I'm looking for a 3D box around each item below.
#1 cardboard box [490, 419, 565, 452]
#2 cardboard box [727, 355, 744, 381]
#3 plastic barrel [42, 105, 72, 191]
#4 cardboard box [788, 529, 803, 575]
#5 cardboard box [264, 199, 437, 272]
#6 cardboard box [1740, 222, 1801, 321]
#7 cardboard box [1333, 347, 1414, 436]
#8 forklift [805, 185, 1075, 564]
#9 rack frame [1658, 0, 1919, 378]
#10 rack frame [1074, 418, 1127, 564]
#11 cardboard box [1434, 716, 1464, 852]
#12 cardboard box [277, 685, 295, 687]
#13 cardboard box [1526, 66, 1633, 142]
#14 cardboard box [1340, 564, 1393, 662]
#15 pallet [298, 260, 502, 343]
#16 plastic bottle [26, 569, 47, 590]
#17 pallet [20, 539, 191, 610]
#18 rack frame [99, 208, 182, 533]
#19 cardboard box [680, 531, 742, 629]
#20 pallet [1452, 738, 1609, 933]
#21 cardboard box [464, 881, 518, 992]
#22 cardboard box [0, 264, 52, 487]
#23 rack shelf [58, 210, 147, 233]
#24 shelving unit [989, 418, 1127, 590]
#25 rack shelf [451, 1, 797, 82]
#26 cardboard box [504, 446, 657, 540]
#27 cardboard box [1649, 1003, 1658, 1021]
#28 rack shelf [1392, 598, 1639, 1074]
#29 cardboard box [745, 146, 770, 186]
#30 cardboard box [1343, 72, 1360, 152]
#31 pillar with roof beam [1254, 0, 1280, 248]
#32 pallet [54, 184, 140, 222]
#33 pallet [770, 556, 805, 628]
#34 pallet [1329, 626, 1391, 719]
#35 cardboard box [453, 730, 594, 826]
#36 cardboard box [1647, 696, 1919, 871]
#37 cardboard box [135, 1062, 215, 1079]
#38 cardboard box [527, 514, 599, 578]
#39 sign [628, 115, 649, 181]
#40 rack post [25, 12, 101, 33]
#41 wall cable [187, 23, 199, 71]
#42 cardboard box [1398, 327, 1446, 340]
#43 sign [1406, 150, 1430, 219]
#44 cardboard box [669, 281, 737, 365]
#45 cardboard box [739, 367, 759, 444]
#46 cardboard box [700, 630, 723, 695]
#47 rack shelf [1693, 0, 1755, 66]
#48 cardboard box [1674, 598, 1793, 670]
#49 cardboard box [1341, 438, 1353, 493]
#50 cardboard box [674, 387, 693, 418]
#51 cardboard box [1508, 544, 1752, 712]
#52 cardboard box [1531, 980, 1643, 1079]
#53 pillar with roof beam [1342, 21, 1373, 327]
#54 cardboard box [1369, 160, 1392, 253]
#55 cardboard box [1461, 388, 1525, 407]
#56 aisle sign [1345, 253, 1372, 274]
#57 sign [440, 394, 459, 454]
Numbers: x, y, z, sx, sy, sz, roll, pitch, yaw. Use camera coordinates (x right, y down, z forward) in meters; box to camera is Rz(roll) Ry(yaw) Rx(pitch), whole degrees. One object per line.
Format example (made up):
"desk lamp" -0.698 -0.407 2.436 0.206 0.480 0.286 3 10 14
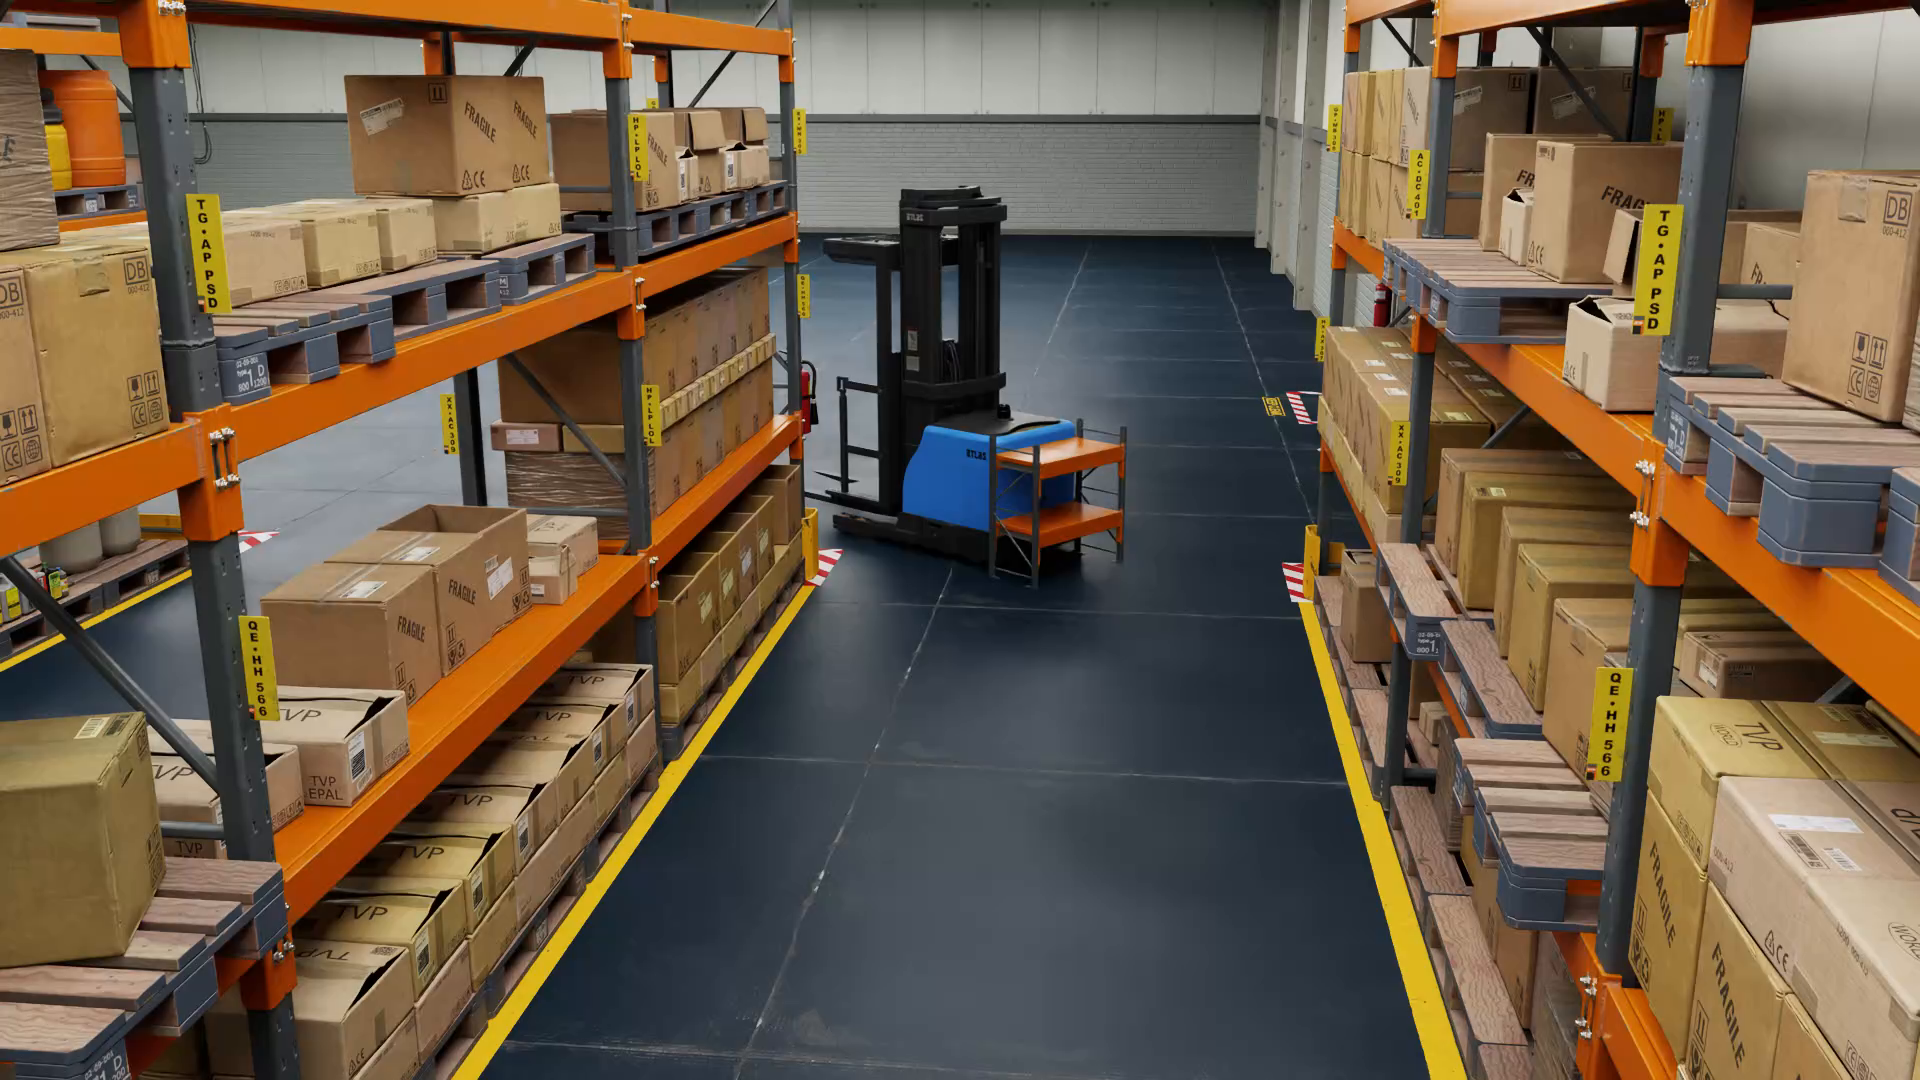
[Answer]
"cardboard box" -2.353 -0.586 9.148 0.380 0.149 0.250 2 15 6
"cardboard box" -1.690 -1.174 11.324 0.380 0.149 0.250 2 15 8
"plastic barrel" -6.643 -2.774 11.764 0.600 0.588 0.600 0 15 0
"cardboard box" -1.486 0.087 12.556 0.500 0.250 0.500 2 15 6
"cardboard box" -2.447 -1.232 6.708 0.500 0.250 0.500 0 15 2
"cardboard box" 2.610 -0.651 4.848 0.500 0.500 0.500 2 15 6
"cardboard box" 2.720 -0.963 10.789 0.500 0.500 0.500 1 15 4
"forklift" -0.459 -1.527 14.194 3.031 2.935 1.130 14 20 41
"rack frame" 2.300 -1.861 3.806 1.000 3.000 0.127 2 15 6
"rack frame" 1.135 -0.399 13.482 0.032 1.125 0.500 -15 21 -43
"cardboard box" 2.685 1.183 7.987 0.700 0.500 0.500 2 15 8
"cardboard box" -2.534 0.679 6.388 0.380 0.149 0.250 3 15 10
"cardboard box" 3.091 -2.110 8.327 0.500 0.500 0.500 2 15 7
"cardboard box" 2.839 0.467 10.633 0.700 0.500 0.500 1 15 3
"pallet" -2.511 -0.936 6.492 1.003 0.211 1.213 2 15 9
"plastic bottle" -6.468 0.324 11.592 0.152 0.276 0.135 2 15 7
"pallet" -6.700 0.246 12.849 1.003 0.211 1.213 2 15 6
"rack frame" -6.641 -1.332 13.342 1.000 3.000 0.127 2 15 6
"cardboard box" -1.695 0.244 10.538 0.500 0.500 0.500 2 15 6
"pallet" 2.275 0.939 5.310 1.213 0.211 1.003 2 15 6
"cardboard box" -2.163 1.622 6.881 0.500 0.250 0.500 1 15 5
"cardboard box" -2.695 -0.360 3.809 0.910 0.500 0.500 2 15 6
"rack shelf" -6.866 -1.914 11.126 1.077 0.370 4.000 2 15 6
"shelving unit" 0.774 -0.306 13.136 1.048 1.125 0.538 -15 21 -43
"rack shelf" -1.945 -3.022 10.243 1.077 0.370 4.000 2 15 6
"cardboard box" -2.127 -0.311 9.375 0.700 0.500 0.500 1 15 5
"cardboard box" 2.033 1.225 4.329 0.380 0.149 0.250 1 15 5
"rack shelf" 2.526 0.863 6.602 1.077 0.370 4.000 2 15 6
"cardboard box" -1.587 -2.525 11.220 0.500 0.250 0.500 2 15 6
"cardboard box" 2.811 -2.807 10.906 0.500 0.500 0.500 2 15 6
"pillar with roof beam" 3.091 -11.637 39.958 9.100 9.000 0.400 2 15 6
"pallet" -6.831 -2.477 12.192 1.003 0.211 1.213 2 15 6
"pallet" -1.764 0.360 12.425 1.003 0.211 1.213 2 15 6
"pallet" 2.927 0.851 10.612 1.003 0.211 1.213 2 15 6
"cardboard box" -2.043 1.084 7.795 0.500 0.311 0.500 2 15 6
"cardboard box" 1.990 0.589 4.002 0.500 0.250 0.500 2 15 8
"cardboard box" -2.805 1.871 5.961 0.500 0.250 0.500 2 15 8
"cardboard box" -2.183 0.054 8.505 0.500 0.250 0.500 3 15 10
"sign" -1.631 -1.984 8.412 0.100 0.325 0.005 2 15 6
"rack post" -6.852 -3.794 11.913 0.937 0.300 0.954 3 15 12
"wall cable" -19.596 -14.022 45.053 3.097 2.526 0.112 2 15 6
"cardboard box" 3.361 -1.211 11.707 0.500 0.500 0.500 2 15 6
"sign" 2.212 -1.714 8.019 0.100 0.325 0.005 2 15 6
"cardboard box" -1.901 -1.458 11.131 0.700 0.500 0.500 2 15 6
"cardboard box" -1.839 -0.976 11.835 0.700 0.500 0.500 2 15 8
"cardboard box" -1.756 0.736 10.157 0.500 0.250 0.500 2 15 6
"rack shelf" 2.075 -0.802 2.034 1.077 0.370 4.000 2 15 6
"cardboard box" 2.331 0.287 5.079 0.380 0.149 0.250 -1 15 -3
"cardboard box" 2.665 -0.462 10.374 0.500 0.250 0.500 2 15 7
"cardboard box" -1.834 -0.838 10.081 0.380 0.149 0.250 1 15 4
"cardboard box" 2.462 0.328 6.168 0.700 0.500 0.500 2 15 6
"cardboard box" 2.330 1.841 5.555 0.700 0.500 0.500 2 15 7
"pillar with roof beam" 1.060 -6.968 22.693 9.100 9.000 0.400 2 15 6
"cardboard box" 2.658 -1.923 9.549 0.500 0.500 0.500 1 15 4
"cardboard box" 3.074 -0.552 9.269 0.500 0.500 0.500 2 15 6
"aisle sign" 2.913 -2.323 12.025 0.394 0.787 0.004 2 15 6
"sign" -2.722 -0.620 8.898 0.100 0.325 0.005 2 15 6
